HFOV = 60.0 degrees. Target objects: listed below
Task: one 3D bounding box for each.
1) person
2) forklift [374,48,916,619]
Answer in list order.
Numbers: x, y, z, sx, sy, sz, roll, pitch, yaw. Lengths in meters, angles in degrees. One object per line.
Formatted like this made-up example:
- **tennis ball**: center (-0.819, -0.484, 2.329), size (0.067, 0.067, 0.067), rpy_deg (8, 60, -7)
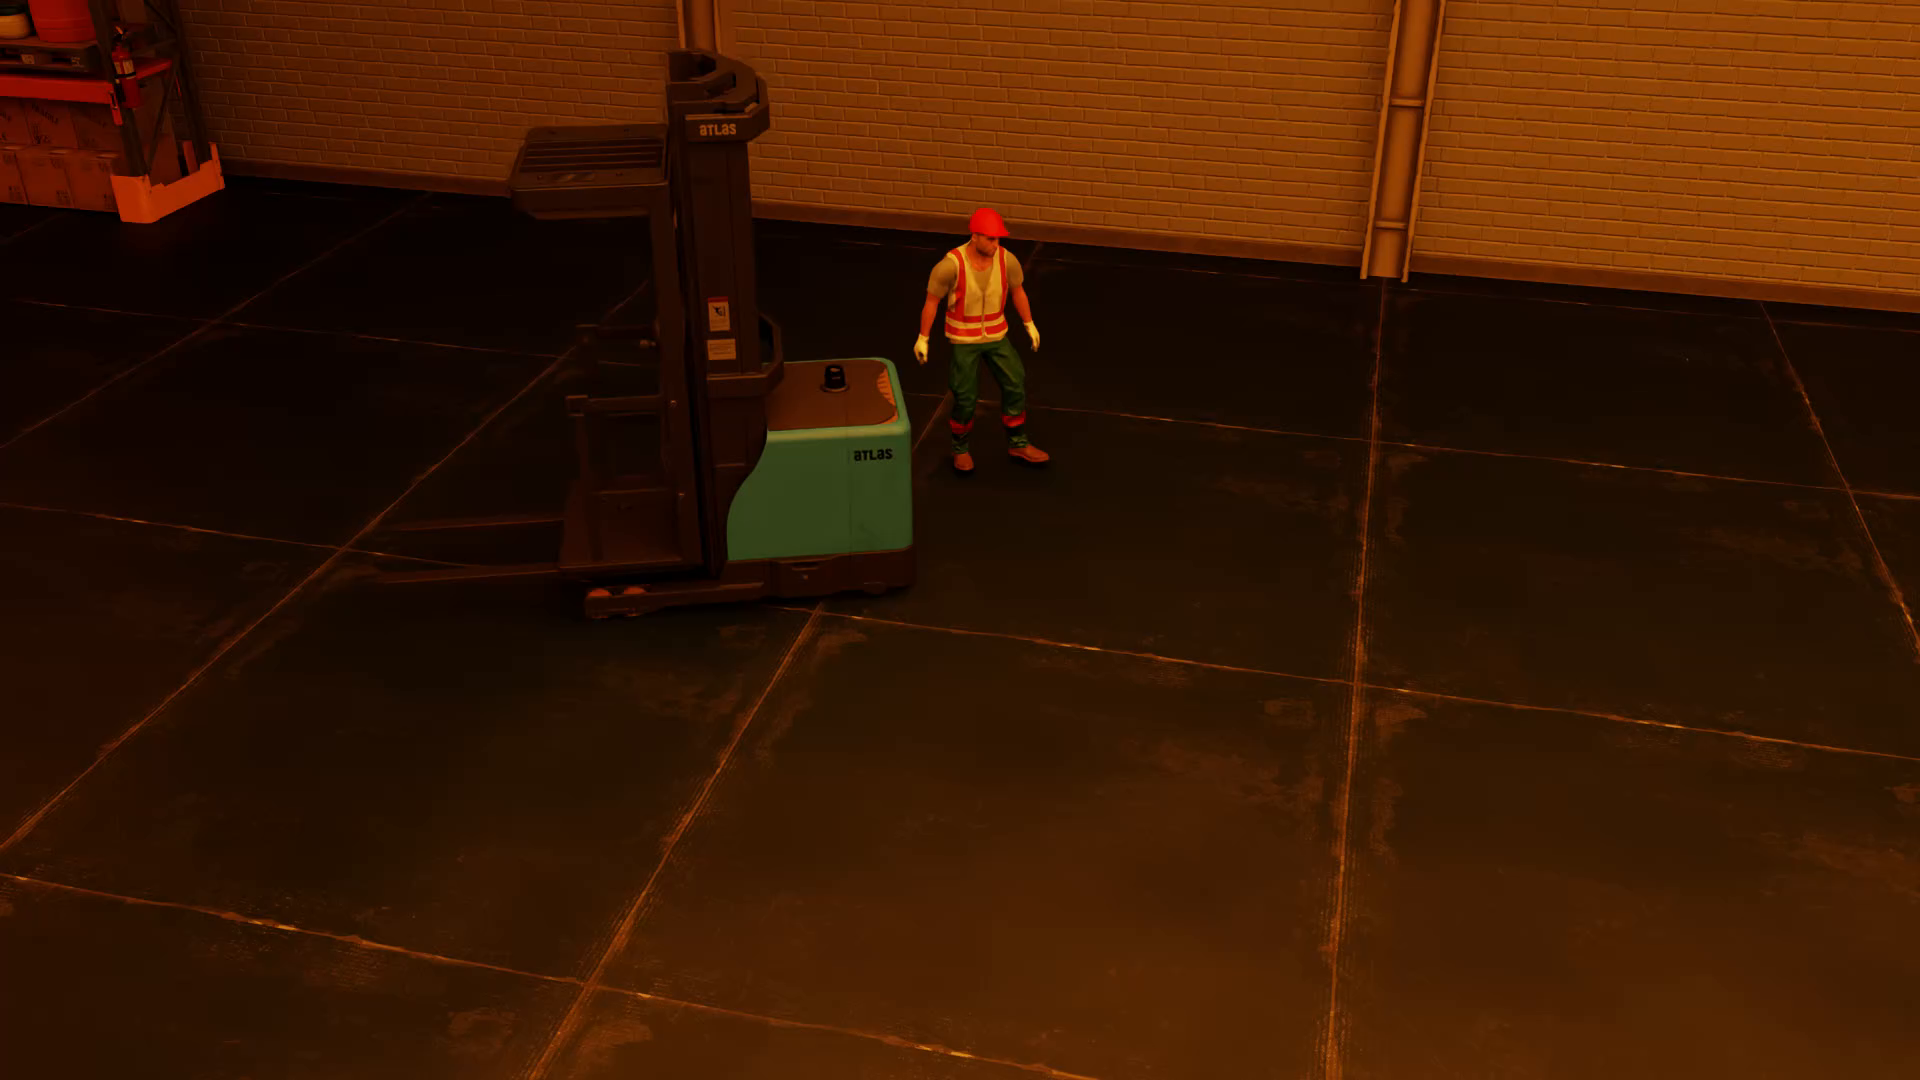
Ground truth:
- **person**: center (0.148, -1.267, 10.526), size (0.849, 1.749, 0.430), rpy_deg (-10, 31, -18)
- **forklift**: center (-1.815, -1.107, 9.125), size (3.031, 2.935, 1.130), rpy_deg (-4, 30, -7)
